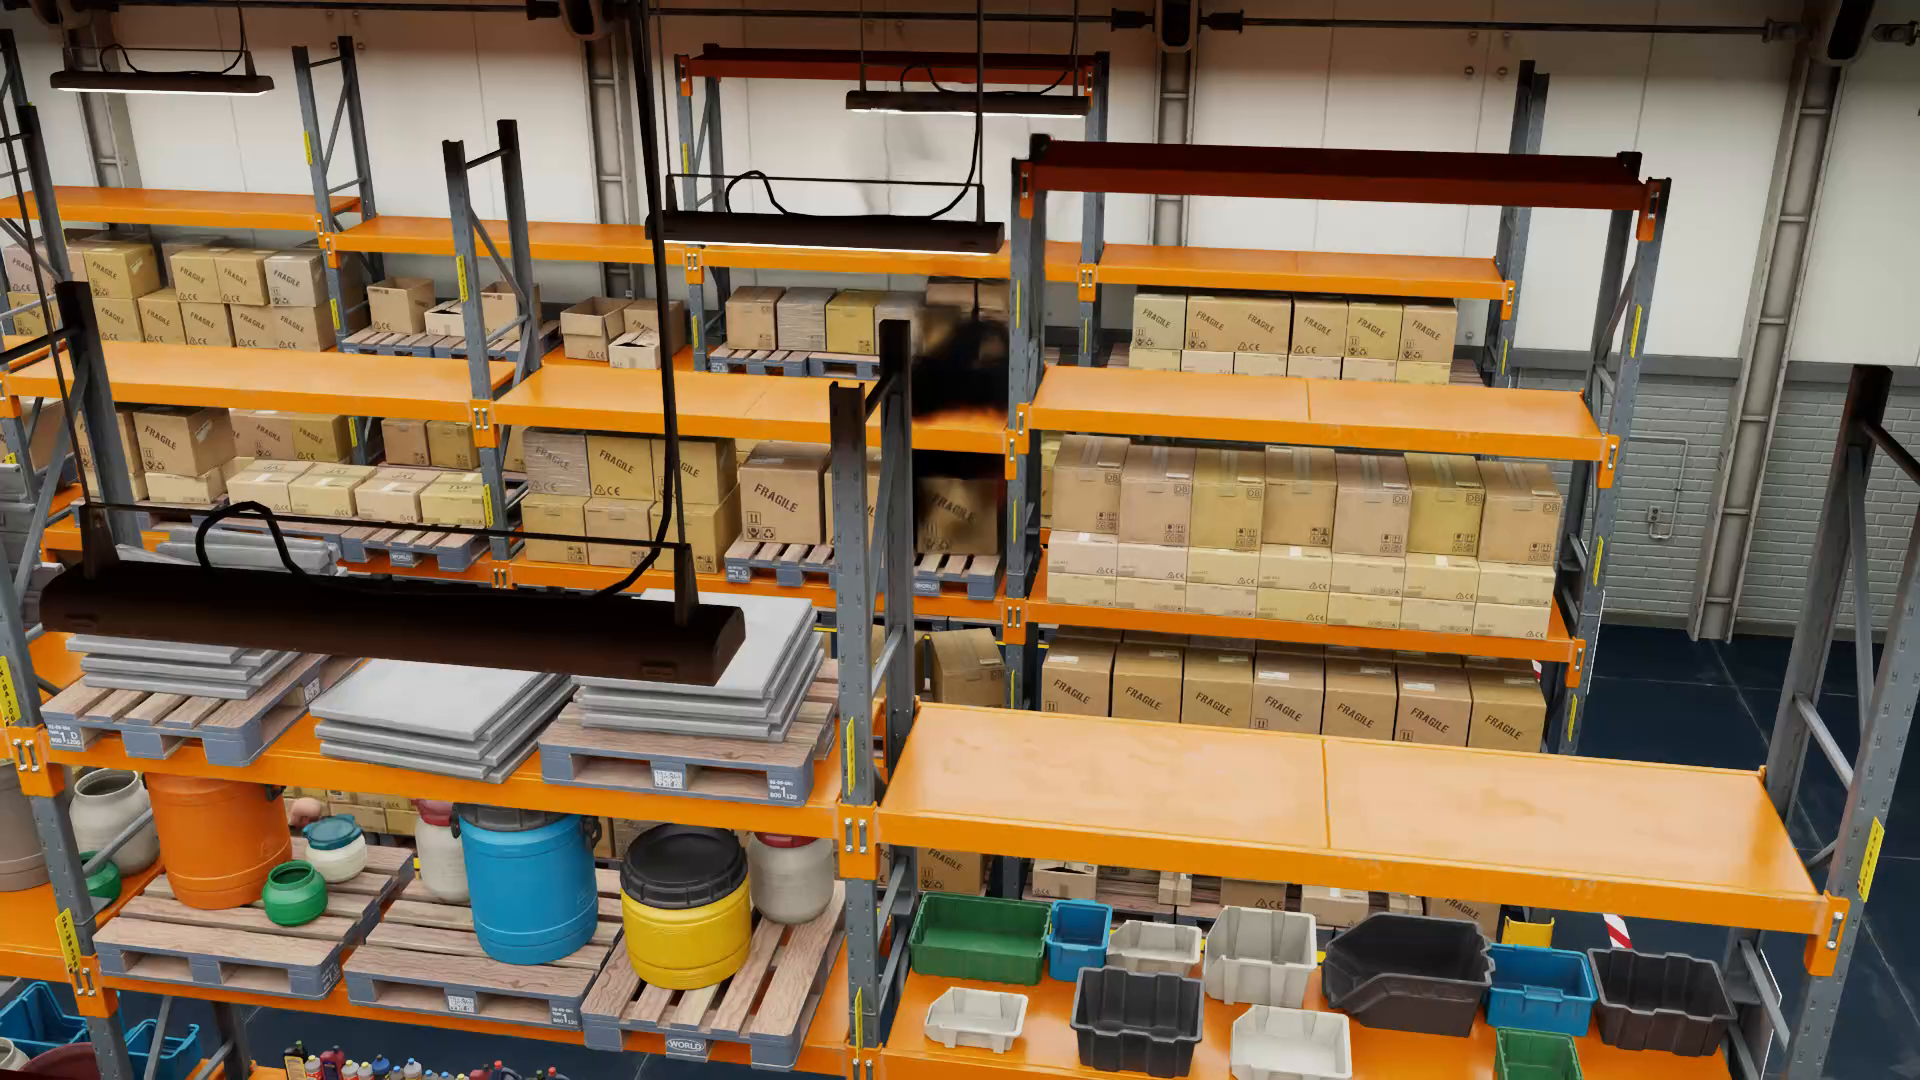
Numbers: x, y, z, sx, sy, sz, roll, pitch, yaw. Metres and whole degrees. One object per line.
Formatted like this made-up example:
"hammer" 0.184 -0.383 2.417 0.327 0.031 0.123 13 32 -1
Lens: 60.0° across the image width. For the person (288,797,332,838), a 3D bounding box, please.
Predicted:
"person" -4.479 2.631 11.996 0.843 1.764 0.678 -1 23 -3
